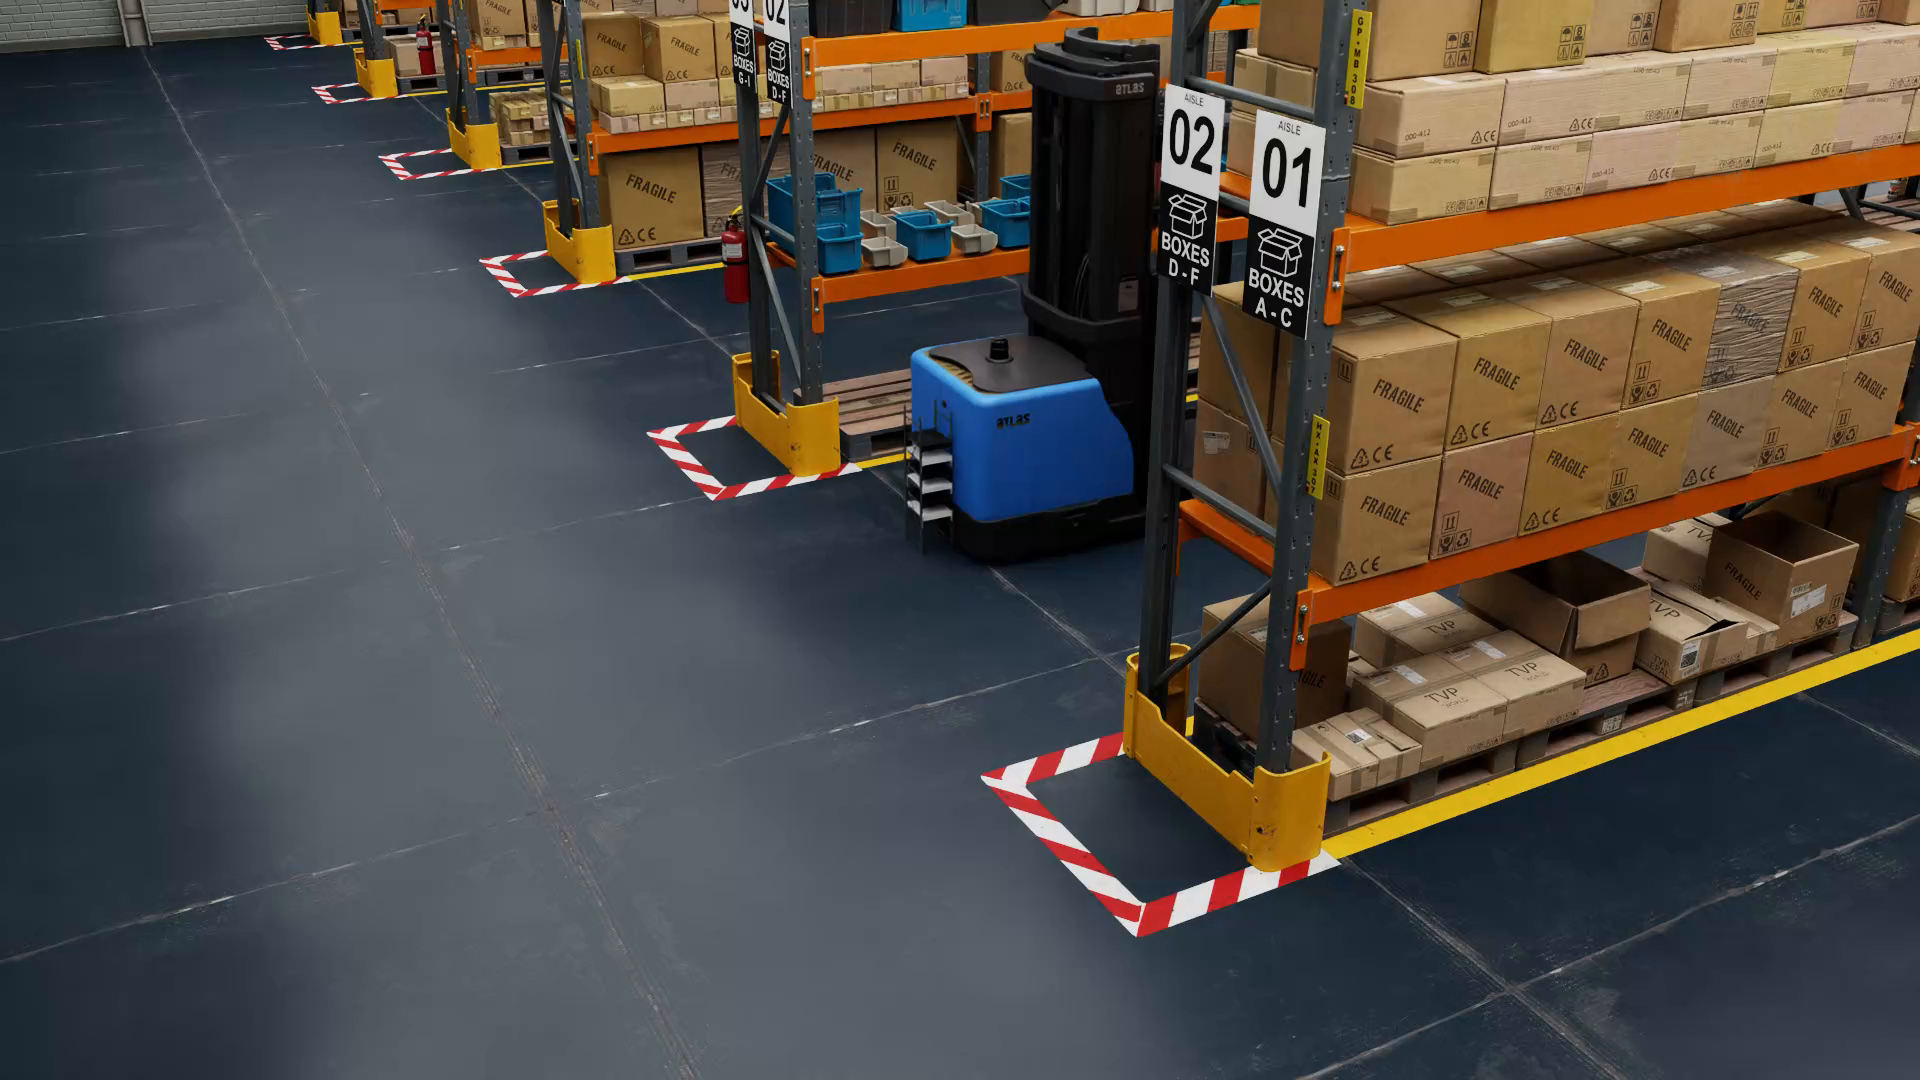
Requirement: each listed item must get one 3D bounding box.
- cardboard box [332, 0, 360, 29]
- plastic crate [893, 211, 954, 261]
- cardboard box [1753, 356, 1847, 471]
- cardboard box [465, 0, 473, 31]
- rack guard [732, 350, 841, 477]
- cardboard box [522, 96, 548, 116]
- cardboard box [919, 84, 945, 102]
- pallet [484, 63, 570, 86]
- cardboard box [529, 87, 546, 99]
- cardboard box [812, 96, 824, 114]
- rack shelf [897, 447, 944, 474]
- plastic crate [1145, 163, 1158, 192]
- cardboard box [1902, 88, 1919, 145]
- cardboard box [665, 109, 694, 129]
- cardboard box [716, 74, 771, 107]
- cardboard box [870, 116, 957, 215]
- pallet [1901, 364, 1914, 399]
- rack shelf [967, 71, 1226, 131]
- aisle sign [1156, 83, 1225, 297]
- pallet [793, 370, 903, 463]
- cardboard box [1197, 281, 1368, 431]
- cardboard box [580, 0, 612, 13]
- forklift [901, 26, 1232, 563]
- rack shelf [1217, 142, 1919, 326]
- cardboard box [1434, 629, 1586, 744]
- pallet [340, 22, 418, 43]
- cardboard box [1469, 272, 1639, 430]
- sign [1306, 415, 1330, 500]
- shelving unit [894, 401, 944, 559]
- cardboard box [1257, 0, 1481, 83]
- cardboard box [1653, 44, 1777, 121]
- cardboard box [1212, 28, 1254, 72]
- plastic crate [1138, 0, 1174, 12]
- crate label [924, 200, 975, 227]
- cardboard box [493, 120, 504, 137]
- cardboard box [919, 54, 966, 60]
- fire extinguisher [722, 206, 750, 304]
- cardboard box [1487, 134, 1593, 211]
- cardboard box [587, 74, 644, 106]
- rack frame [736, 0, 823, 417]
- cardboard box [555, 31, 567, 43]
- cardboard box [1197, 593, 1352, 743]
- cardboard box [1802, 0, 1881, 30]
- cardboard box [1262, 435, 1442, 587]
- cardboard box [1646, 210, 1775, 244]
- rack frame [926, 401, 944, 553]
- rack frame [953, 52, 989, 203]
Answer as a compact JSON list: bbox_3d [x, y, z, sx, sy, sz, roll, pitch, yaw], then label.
[{"bbox_3d":[-9.946,-8.754,27.415,0.637,0.503,0.797,-14,29,-27],"label":"cardboard box"},{"bbox_3d":[-0.244,-2.040,11.158,0.300,0.233,0.416,-13,29,-25],"label":"plastic crate"},{"bbox_3d":[3.885,-0.692,8.110,0.500,0.500,0.500,-12,28,-24],"label":"cardboard box"},{"bbox_3d":[-5.498,-6.205,19.250,0.500,0.500,0.500,-12,28,-24],"label":"cardboard box"},{"bbox_3d":[-1.213,-0.893,11.533,0.348,0.500,1.175,-13,29,-25],"label":"rack guard"},{"bbox_3d":[-4.964,-5.088,19.503,0.250,0.149,0.380,-12,28,-24],"label":"cardboard box"},{"bbox_3d":[-0.341,-4.383,16.204,0.250,0.149,0.380,-12,28,-24],"label":"cardboard box"},{"bbox_3d":[-6.448,-6.889,24.354,1.213,0.211,1.003,-13,29,-25],"label":"pallet"},{"bbox_3d":[-5.008,-5.344,20.036,0.250,0.149,0.380,-14,29,-26],"label":"cardboard box"},{"bbox_3d":[-1.473,-4.123,15.661,0.250,0.149,0.380,-13,28,-24],"label":"cardboard box"},{"bbox_3d":[-0.241,-0.487,9.886,0.200,0.077,0.258,-12,28,-23],"label":"rack shelf"},{"bbox_3d":[1.426,-2.815,12.503,0.583,0.464,0.402,-13,29,-25],"label":"plastic crate"},{"bbox_3d":[4.355,-2.036,7.733,0.500,0.250,0.500,-13,29,-25],"label":"cardboard box"},{"bbox_3d":[-2.608,-3.860,15.114,0.250,0.149,0.380,-14,29,-26],"label":"cardboard box"},{"bbox_3d":[-2.077,-4.192,15.345,0.500,0.250,0.500,-14,29,-27],"label":"cardboard box"},{"bbox_3d":[-0.619,-3.864,16.802,0.875,0.875,0.875,-13,29,-25],"label":"cardboard box"},{"bbox_3d":[5.416,-0.987,9.061,1.213,0.211,1.003,-13,29,-25],"label":"pallet"},{"bbox_3d":[1.766,-4.819,17.653,4.000,0.370,1.077,-13,29,-25],"label":"rack shelf"},{"bbox_3d":[0.925,-1.413,6.723,0.004,0.787,0.394,-13,29,-25],"label":"aisle sign"},{"bbox_3d":[-0.452,-0.926,11.935,1.213,0.211,1.003,-13,29,-25],"label":"pallet"},{"bbox_3d":[1.393,-0.829,7.240,0.500,0.500,0.500,-13,29,-26],"label":"cardboard box"},{"bbox_3d":[-4.349,-6.215,19.270,0.500,0.500,0.500,-13,28,-24],"label":"cardboard box"},{"bbox_3d":[1.186,-1.606,10.209,3.031,2.935,1.130,-12,28,-23],"label":"forklift"},{"bbox_3d":[2.895,-1.573,7.426,4.000,0.370,1.077,-13,29,-25],"label":"rack shelf"},{"bbox_3d":[2.625,0.698,8.000,0.500,0.250,0.500,-13,29,-25],"label":"cardboard box"},{"bbox_3d":[-9.761,-8.522,27.757,1.213,0.211,1.003,-13,29,-25],"label":"pallet"},{"bbox_3d":[2.547,-0.832,7.247,0.500,0.500,0.500,-13,28,-24],"label":"cardboard box"},{"bbox_3d":[1.385,-0.321,6.452,0.005,0.325,0.100,-13,29,-25],"label":"sign"},{"bbox_3d":[-0.241,-0.355,9.949,0.210,0.900,0.258,-12,28,-23],"label":"shelving unit"},{"bbox_3d":[1.575,-2.097,6.415,0.500,0.500,0.700,-13,29,-25],"label":"cardboard box"},{"bbox_3d":[3.031,-1.957,6.989,0.500,0.250,0.500,-13,29,-25],"label":"cardboard box"},{"bbox_3d":[2.769,-5.302,17.711,0.500,0.500,0.500,-13,29,-26],"label":"cardboard box"},{"bbox_3d":[1.389,-3.674,11.275,0.466,0.136,0.293,-13,29,-25],"label":"plastic crate"},{"bbox_3d":[-0.067,-2.293,11.796,0.243,0.136,0.396,-13,29,-25],"label":"crate label"},{"bbox_3d":[-5.407,-4.927,19.856,0.250,0.149,0.380,-12,28,-24],"label":"cardboard box"},{"bbox_3d":[-0.279,-4.945,16.047,0.500,0.500,0.500,-12,28,-24],"label":"cardboard box"},{"bbox_3d":[-1.545,-1.970,11.408,0.183,0.674,0.296,-13,29,-25],"label":"fire extinguisher"},{"bbox_3d":[2.150,-1.527,6.672,0.500,0.250,0.500,-13,29,-25],"label":"cardboard box"},{"bbox_3d":[-3.226,-4.188,15.337,0.500,0.250,0.500,-13,29,-26],"label":"cardboard box"},{"bbox_3d":[-1.198,-2.030,11.013,0.127,3.000,1.000,-13,29,-25],"label":"rack frame"},{"bbox_3d":[-4.701,-5.871,19.303,0.250,0.149,0.380,-12,28,-23],"label":"cardboard box"},{"bbox_3d":[1.494,0.586,7.943,0.500,0.500,0.500,-13,29,-25],"label":"cardboard box"},{"bbox_3d":[3.740,-2.639,7.545,0.500,0.500,0.700,-13,29,-25],"label":"cardboard box"},{"bbox_3d":[1.645,-0.172,7.028,0.500,0.500,0.500,-12,28,-24],"label":"cardboard box"},{"bbox_3d":[3.656,-1.354,8.334,0.500,0.500,0.500,-14,29,-27],"label":"cardboard box"},{"bbox_3d":[-0.150,-0.374,9.989,0.006,0.900,0.240,-12,28,-23],"label":"rack frame"},{"bbox_3d":[0.001,-4.736,16.649,0.127,3.000,1.000,-13,29,-25],"label":"rack frame"}]
